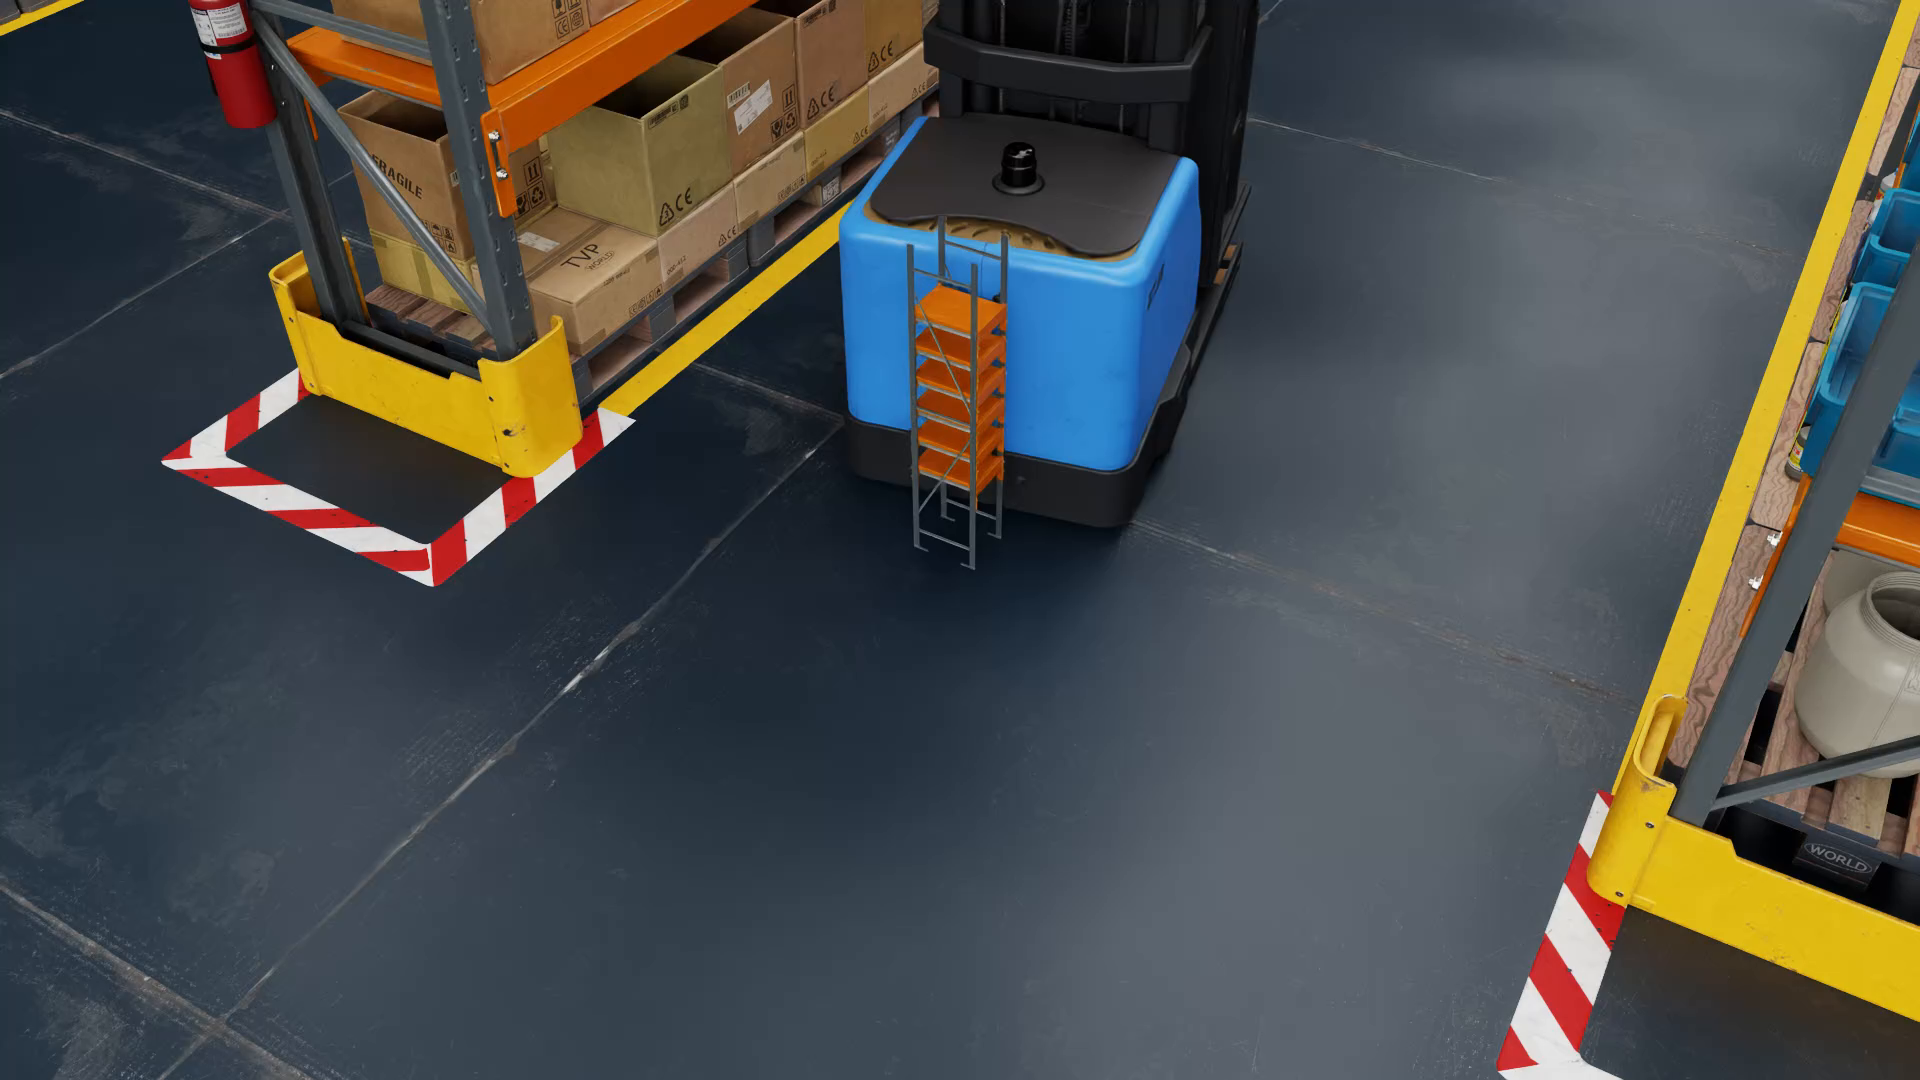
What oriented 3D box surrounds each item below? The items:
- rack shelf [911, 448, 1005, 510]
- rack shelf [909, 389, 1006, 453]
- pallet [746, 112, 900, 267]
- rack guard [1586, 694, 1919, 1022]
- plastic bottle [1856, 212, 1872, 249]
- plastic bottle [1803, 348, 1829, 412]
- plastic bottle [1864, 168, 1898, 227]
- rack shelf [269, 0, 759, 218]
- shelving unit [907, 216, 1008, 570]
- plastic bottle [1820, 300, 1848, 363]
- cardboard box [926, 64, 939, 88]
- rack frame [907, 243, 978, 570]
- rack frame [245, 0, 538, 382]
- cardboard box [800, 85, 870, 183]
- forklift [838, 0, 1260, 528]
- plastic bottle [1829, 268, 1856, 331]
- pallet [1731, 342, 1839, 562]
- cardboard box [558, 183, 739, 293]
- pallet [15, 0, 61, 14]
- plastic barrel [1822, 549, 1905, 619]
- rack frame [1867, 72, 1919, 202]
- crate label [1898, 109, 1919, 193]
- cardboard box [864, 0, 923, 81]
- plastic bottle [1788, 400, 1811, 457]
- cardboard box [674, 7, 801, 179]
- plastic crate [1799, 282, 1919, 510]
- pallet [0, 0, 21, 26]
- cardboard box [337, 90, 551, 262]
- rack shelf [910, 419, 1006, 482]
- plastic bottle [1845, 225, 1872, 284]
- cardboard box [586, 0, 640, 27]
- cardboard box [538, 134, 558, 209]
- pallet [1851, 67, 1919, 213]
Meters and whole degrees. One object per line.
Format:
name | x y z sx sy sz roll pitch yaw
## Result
rack shelf | -0.007 -0.229 5.532 0.258 0.103 0.180 21 45 22
rack shelf | -0.007 -0.409 5.373 0.258 0.103 0.180 21 45 22
pallet | -1.000 -1.739 7.565 1.003 0.211 1.213 21 45 22
rack guard | 2.326 0.881 4.372 1.175 0.500 0.348 21 45 22
plastic bottle | 3.690 -1.248 6.682 0.097 0.201 0.097 0 41 0
plastic bottle | 3.088 -0.552 5.835 0.152 0.276 0.135 20 45 21
plastic bottle | 3.792 -1.391 6.791 0.097 0.271 0.097 0 41 0
rack shelf | -0.957 -2.513 6.878 1.077 0.370 4.000 21 45 22
shelving unit | -0.007 -0.442 5.344 0.258 1.200 0.189 21 45 22
plastic bottle | 3.260 -0.782 6.040 0.144 0.351 0.185 21 45 22
cardboard box | -0.258 -2.433 8.006 0.500 0.250 0.500 21 45 22
rack frame | -0.053 -0.390 5.285 0.240 1.200 0.006 21 45 22
rack frame | -1.958 -1.639 5.341 1.000 3.000 0.127 21 45 22
cardboard box | -0.745 -1.855 7.350 0.500 0.250 0.500 21 45 22
forklift | 0.545 -2.127 5.948 1.130 2.935 3.031 12 43 14
plastic bottle | 3.354 -0.919 6.247 0.061 0.283 0.133 23 46 24
pallet | 3.349 -0.169 5.783 1.003 0.211 1.213 21 45 22
cardboard box | -1.250 -1.285 6.702 0.500 0.250 0.500 21 45 22
pallet | -5.162 -3.420 9.474 1.003 0.211 1.213 21 45 22
plastic barrel | 2.843 0.089 4.944 0.421 0.512 0.421 0 41 0
rack frame | 4.331 -2.287 6.077 1.000 3.000 0.127 21 45 22
crate label | 3.016 -1.154 4.764 0.502 0.435 0.616 21 45 22
cardboard box | -0.506 -2.427 7.432 0.500 0.500 0.500 21 45 22
plastic bottle | 2.911 -0.413 5.672 0.061 0.283 0.133 22 46 23
cardboard box | -1.009 -1.856 6.783 0.500 0.500 0.500 21 45 22
plastic crate | 2.320 -0.328 3.965 0.499 0.251 0.616 21 45 22
pallet | -5.773 -2.725 8.685 1.003 0.211 1.213 21 45 22
cardboard box | -1.947 -1.451 6.323 0.500 0.500 0.500 21 45 22
rack shelf | -0.007 -0.319 5.453 0.258 0.103 0.180 21 45 22
plastic bottle | 3.568 -1.133 6.439 0.144 0.351 0.185 22 46 23
cardboard box | -1.454 -2.241 5.950 0.700 0.500 0.500 22 46 23
cardboard box | -1.705 -1.459 6.900 0.500 0.250 0.500 21 45 22
pallet | 4.690 -1.703 7.524 1.003 0.211 1.213 21 45 22
